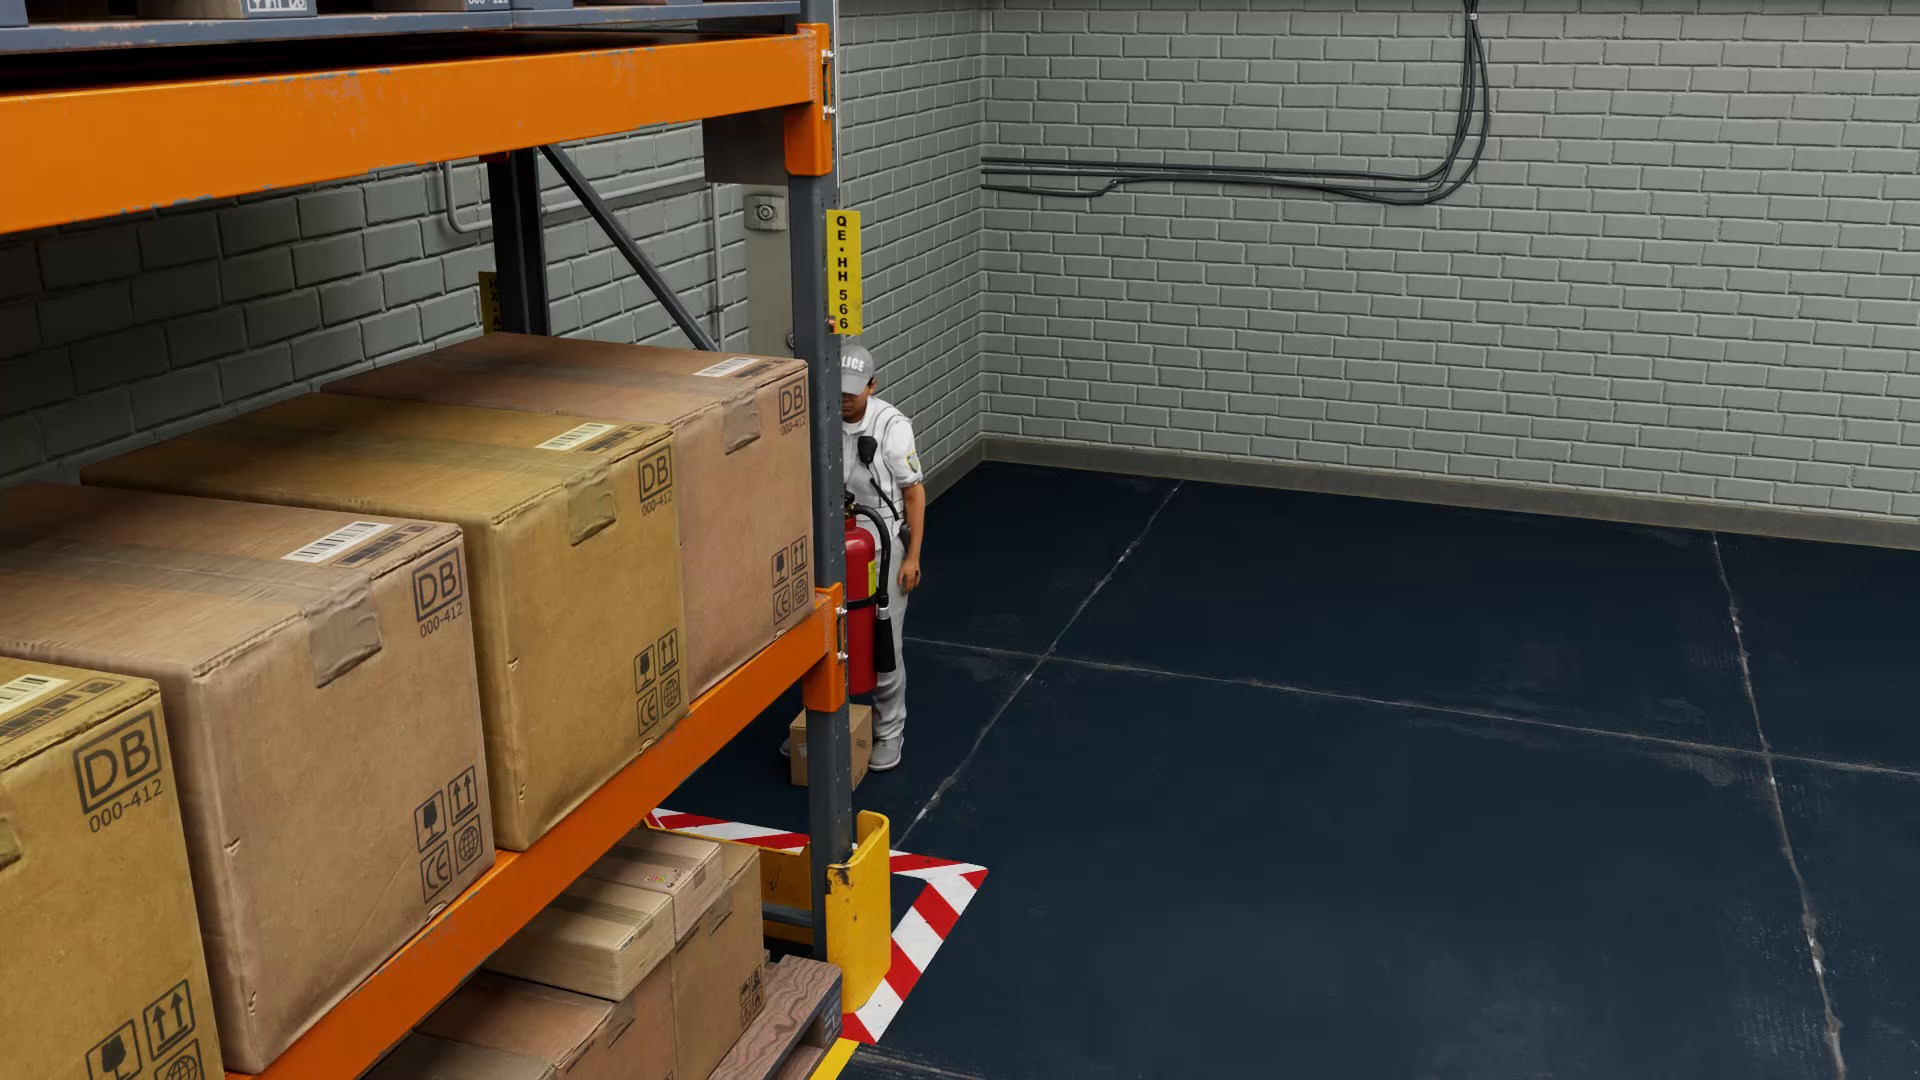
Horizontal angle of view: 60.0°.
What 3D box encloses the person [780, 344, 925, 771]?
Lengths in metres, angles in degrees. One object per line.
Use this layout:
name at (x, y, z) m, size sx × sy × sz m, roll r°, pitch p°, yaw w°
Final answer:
person at (-0.419, 0.057, 6.384) m, size 0.564 × 1.667 × 0.464 m, roll 5°, pitch 20°, yaw 15°
